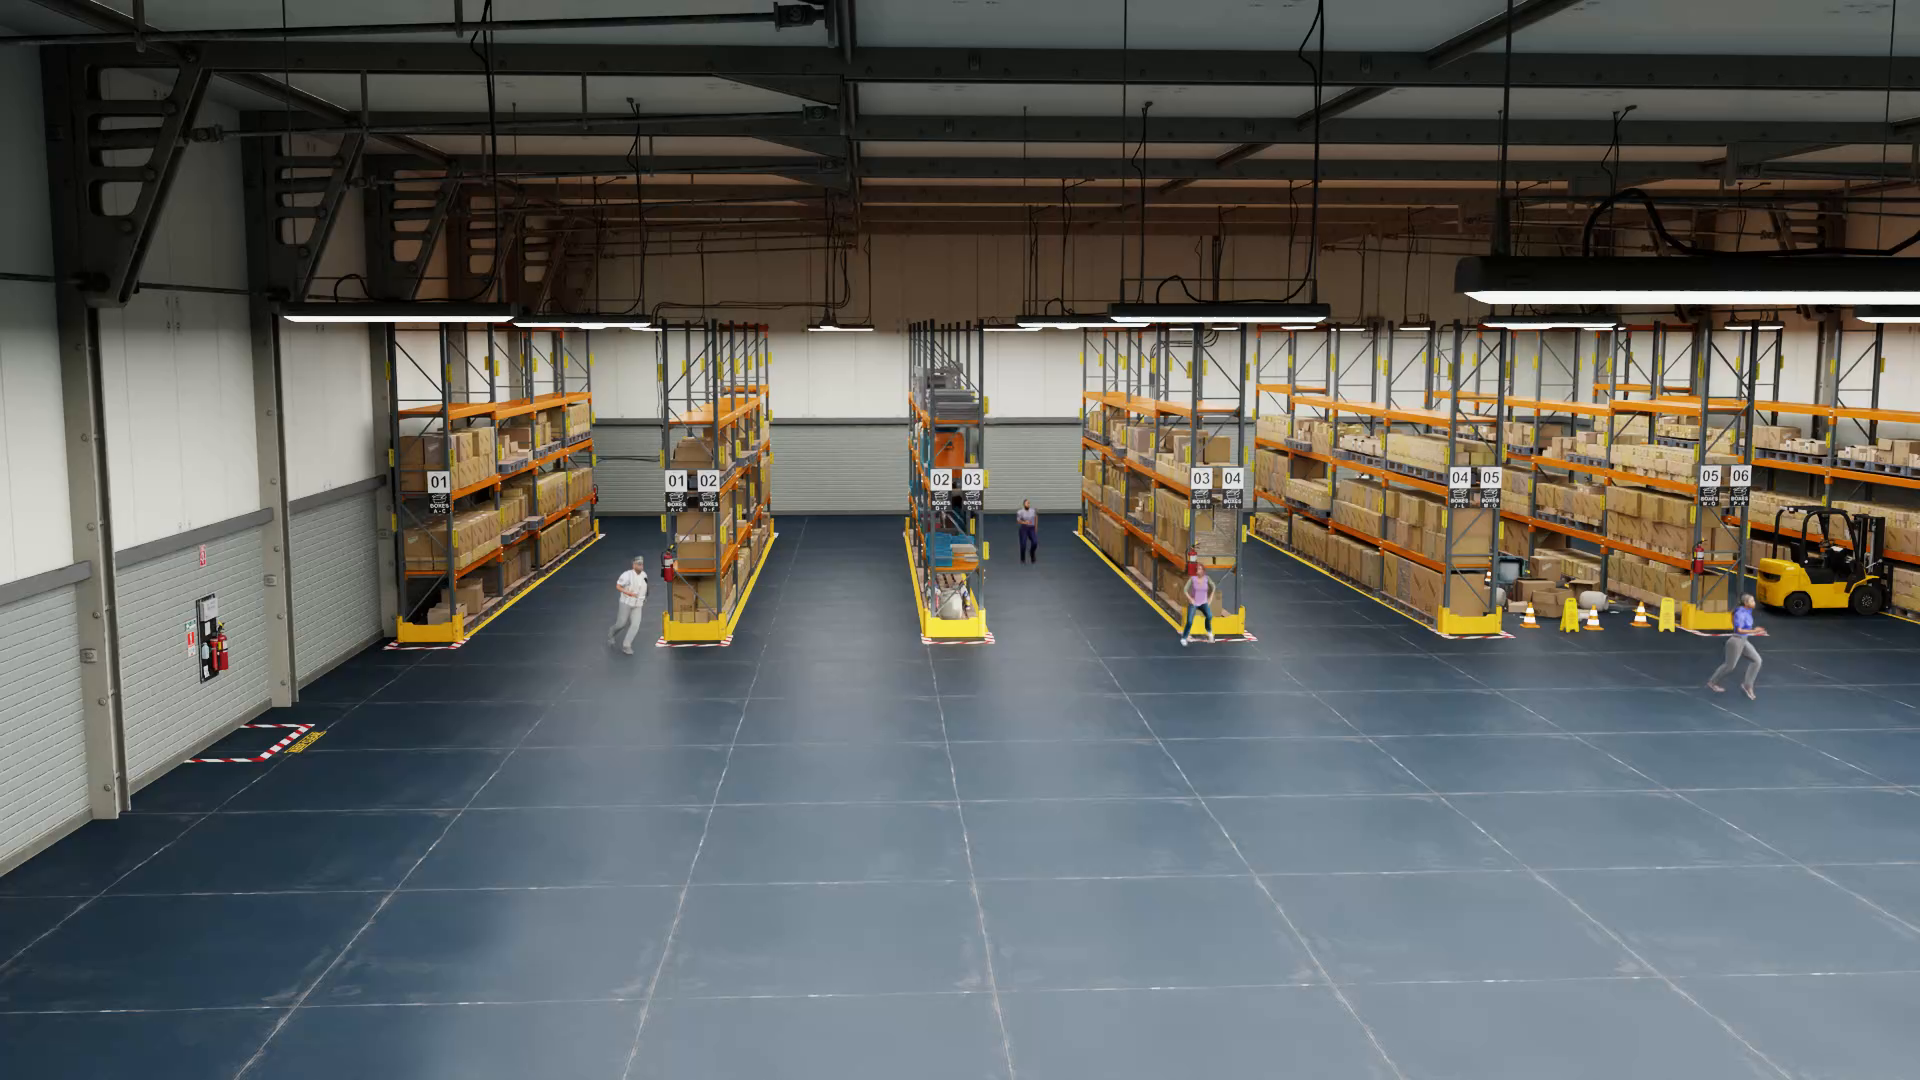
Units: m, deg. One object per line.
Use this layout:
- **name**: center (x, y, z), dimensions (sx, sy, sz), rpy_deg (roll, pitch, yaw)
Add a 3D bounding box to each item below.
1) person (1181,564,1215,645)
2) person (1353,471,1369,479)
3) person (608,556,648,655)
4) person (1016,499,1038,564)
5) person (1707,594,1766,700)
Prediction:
- **person**: center (4.415, 1.191, 30.614), dimensions (0.640, 1.523, 0.592), rpy_deg (-1, 7, -7)
- **person**: center (11.874, -1.248, 49.652), dimensions (0.777, 1.750, 0.685), rpy_deg (-2, 7, -16)
- **person**: center (-5.960, 1.151, 30.234), dimensions (0.701, 1.738, 0.900), rpy_deg (-5, 9, -35)
- **person**: center (1.701, -0.209, 41.493), dimensions (0.601, 1.624, 0.648), rpy_deg (-2, 7, -14)
- **person**: center (12.297, 1.672, 26.317), dimensions (0.833, 1.684, 0.599), rpy_deg (6, 9, 41)
